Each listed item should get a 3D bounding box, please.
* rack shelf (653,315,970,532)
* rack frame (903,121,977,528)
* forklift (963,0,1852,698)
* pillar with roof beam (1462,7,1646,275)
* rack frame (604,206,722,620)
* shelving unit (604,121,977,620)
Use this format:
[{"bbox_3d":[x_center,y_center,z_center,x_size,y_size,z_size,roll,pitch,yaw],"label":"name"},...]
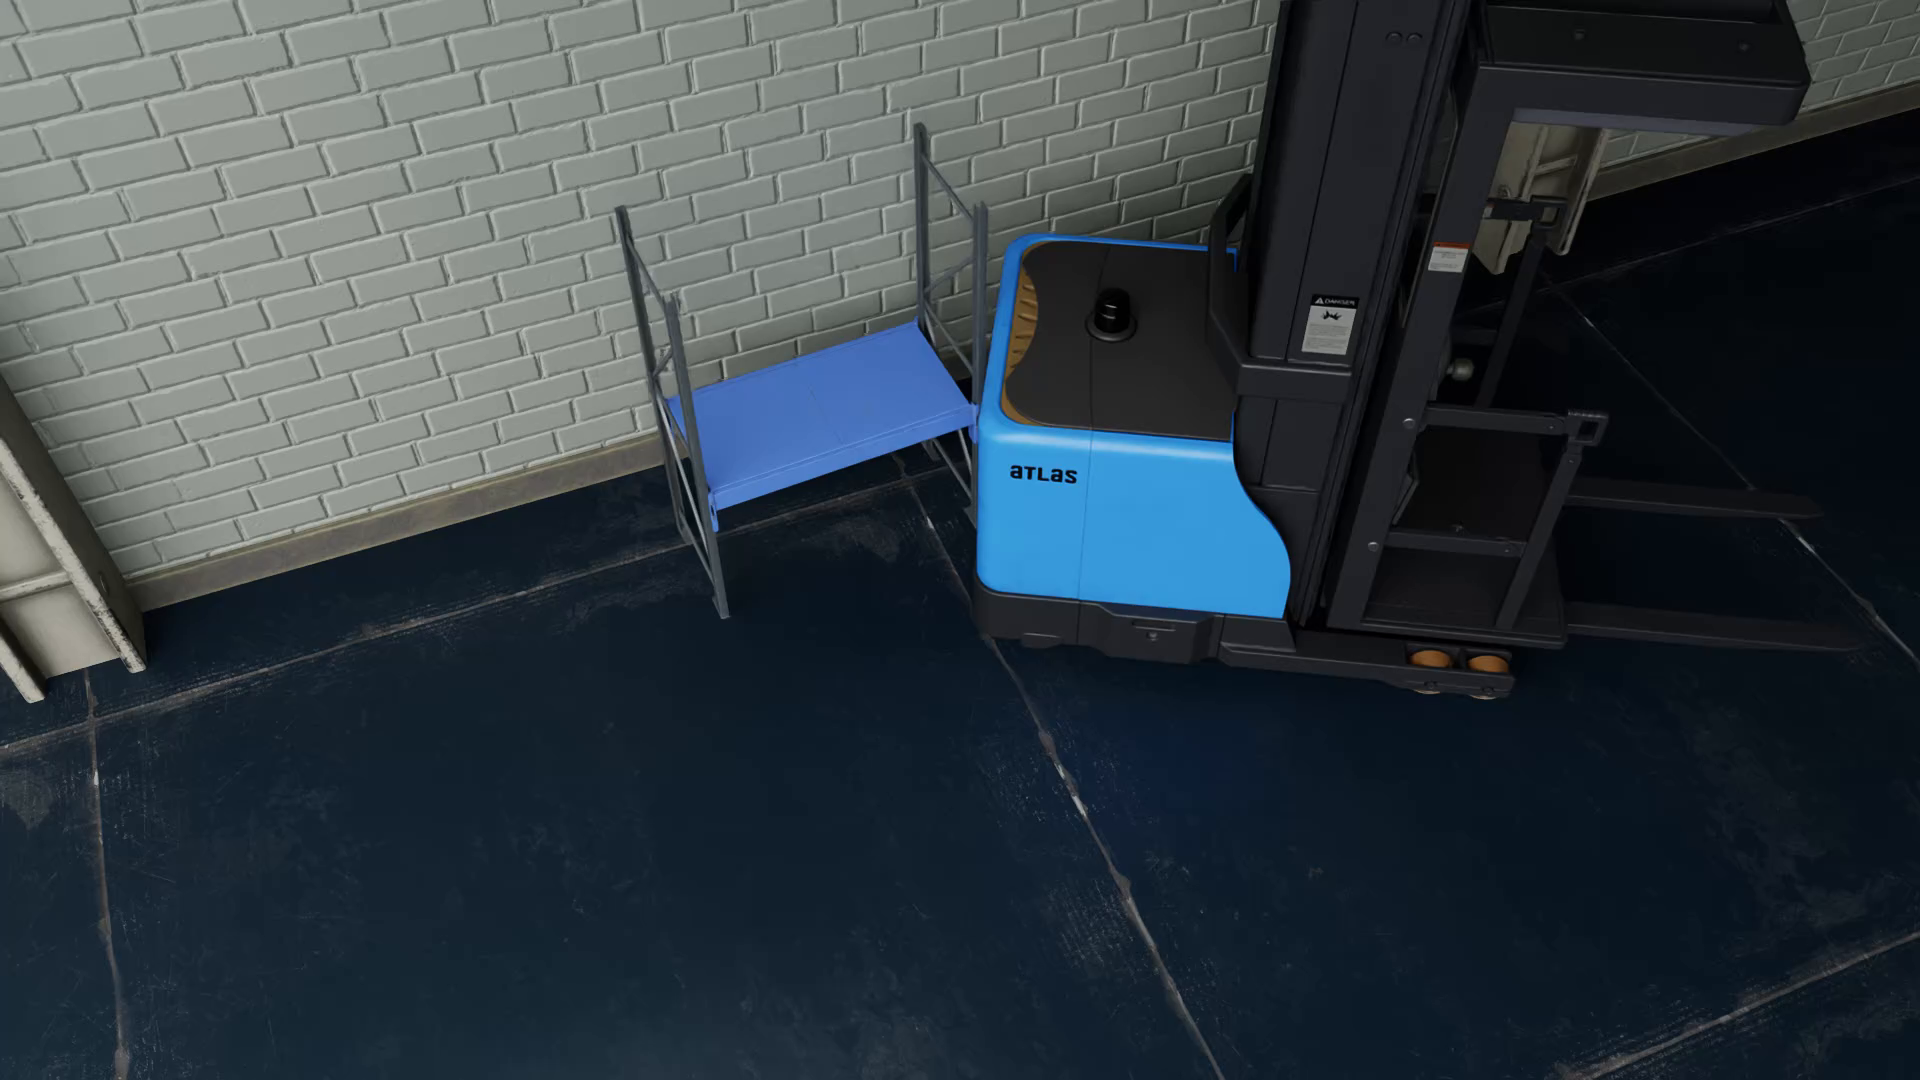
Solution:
[{"bbox_3d":[-0.525,-0.424,5.863,1.000,0.185,0.538,-20,52,-16],"label":"rack shelf"},{"bbox_3d":[-0.067,-0.708,5.869,0.032,1.500,0.500,-20,52,-16],"label":"rack frame"},{"bbox_3d":[1.566,-0.835,5.035,3.031,2.935,1.130,5,50,4],"label":"forklift"},{"bbox_3d":[4.077,-1.227,1.372,0.400,9.000,9.100,-17,52,-14],"label":"pillar with roof beam"},{"bbox_3d":[-0.984,-0.374,5.583,0.032,1.500,0.500,-20,52,-16],"label":"rack frame"},{"bbox_3d":[-0.525,-0.541,5.726,1.048,1.500,0.538,-20,52,-16],"label":"shelving unit"}]
